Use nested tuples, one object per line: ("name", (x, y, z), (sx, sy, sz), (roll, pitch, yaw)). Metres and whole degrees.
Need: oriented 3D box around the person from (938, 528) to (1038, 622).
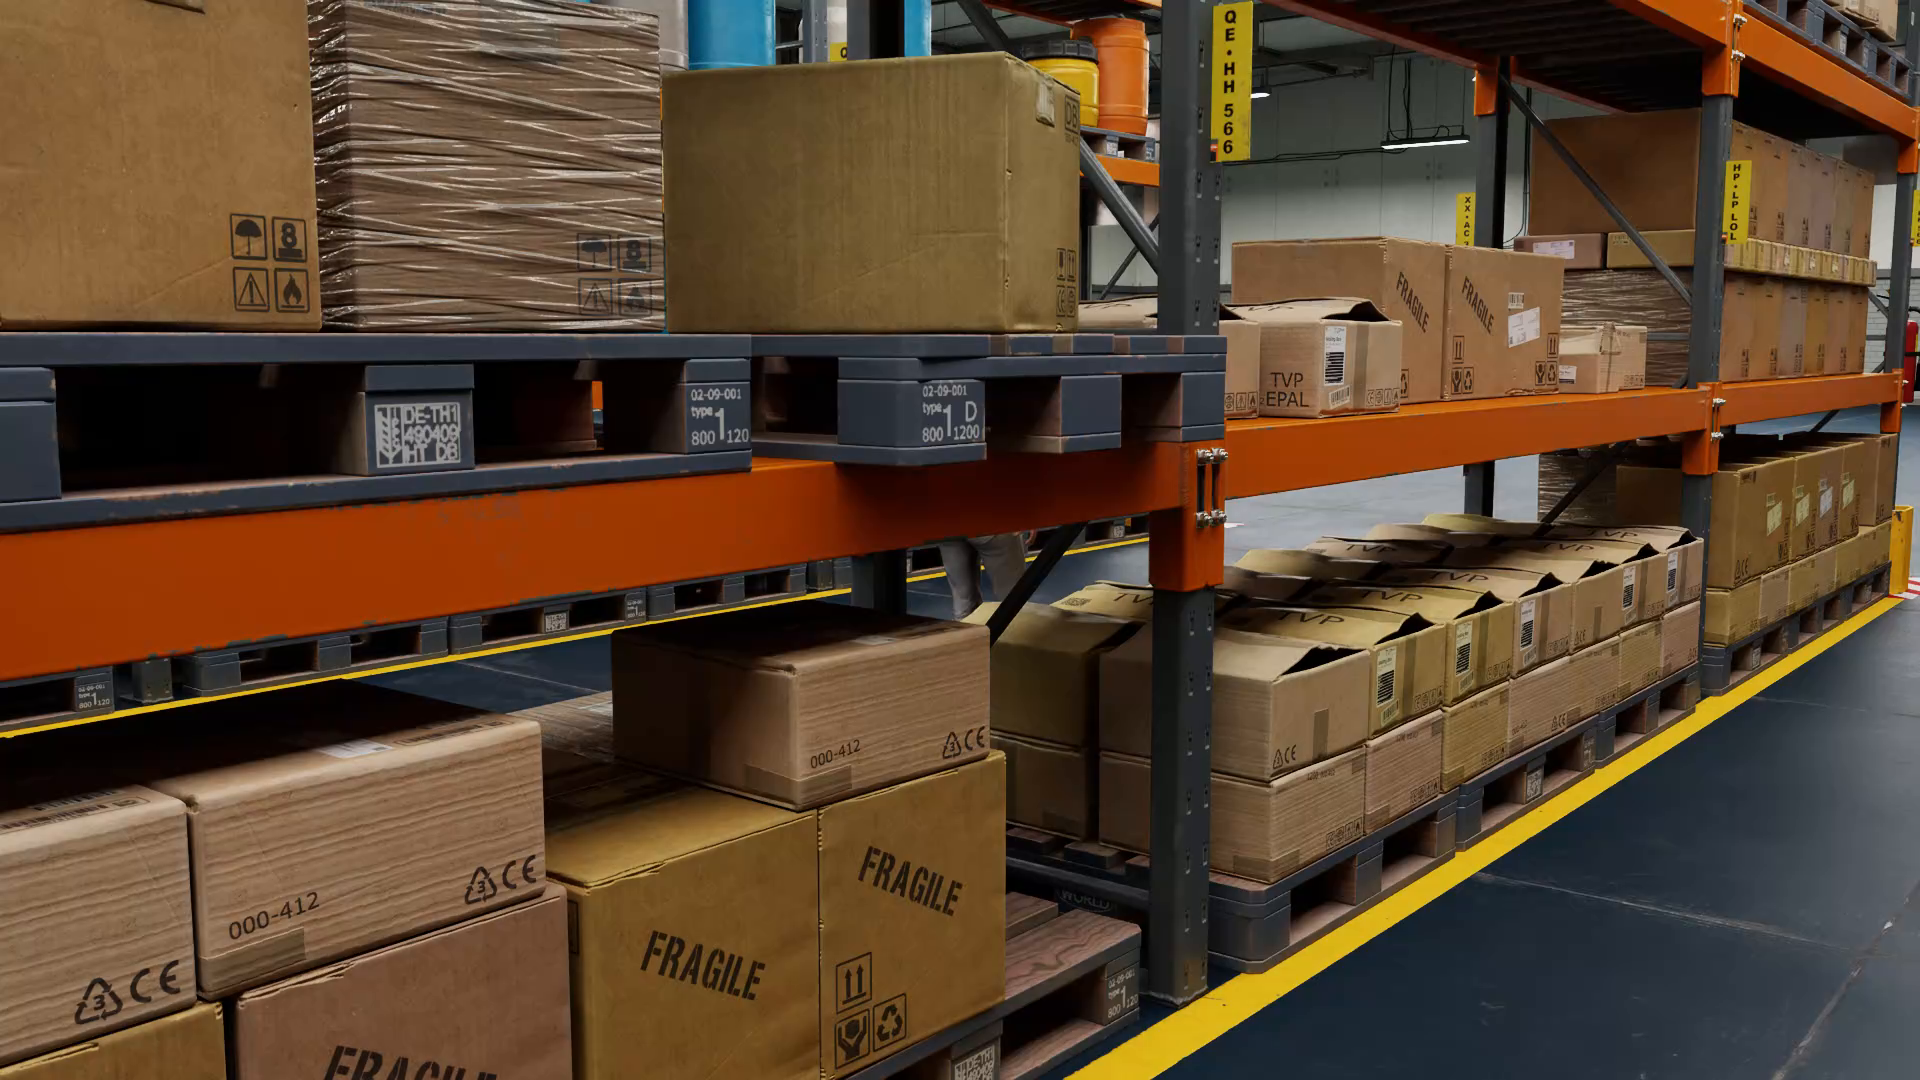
("person", (0.116, -0.076, 6.430), (0.520, 1.593, 0.476), (6, 9, 39))
